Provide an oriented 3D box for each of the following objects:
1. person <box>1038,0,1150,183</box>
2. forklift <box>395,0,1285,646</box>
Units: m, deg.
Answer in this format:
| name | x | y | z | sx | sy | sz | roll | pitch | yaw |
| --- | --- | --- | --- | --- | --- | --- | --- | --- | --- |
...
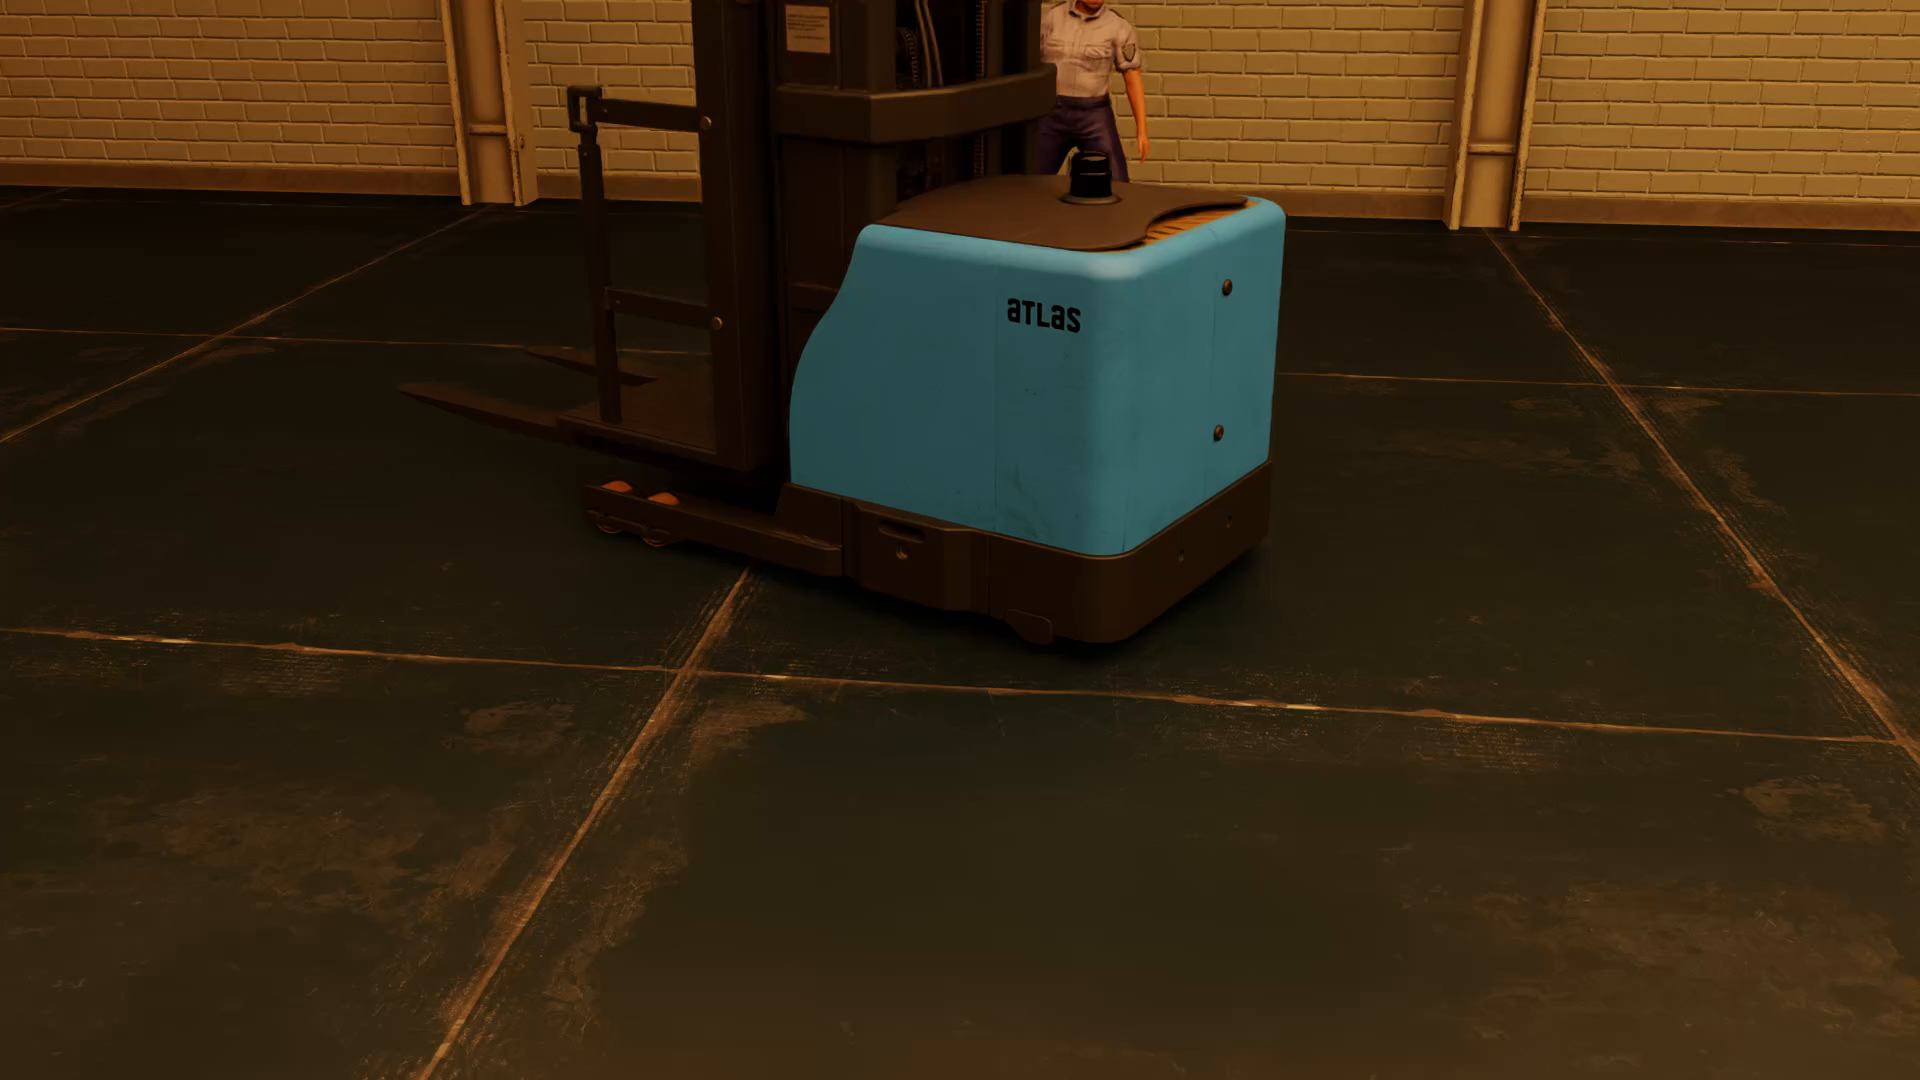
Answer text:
| name | x | y | z | sx | sy | sz | roll | pitch | yaw |
| --- | --- | --- | --- | --- | --- | --- | --- | --- | --- |
| person | 0.573 | -2.073 | 8.240 | 0.838 | 1.574 | 0.475 | 7 | 23 | 17 |
| forklift | -0.575 | -1.486 | 4.943 | 3.031 | 2.935 | 1.130 | 14 | 26 | 31 |
